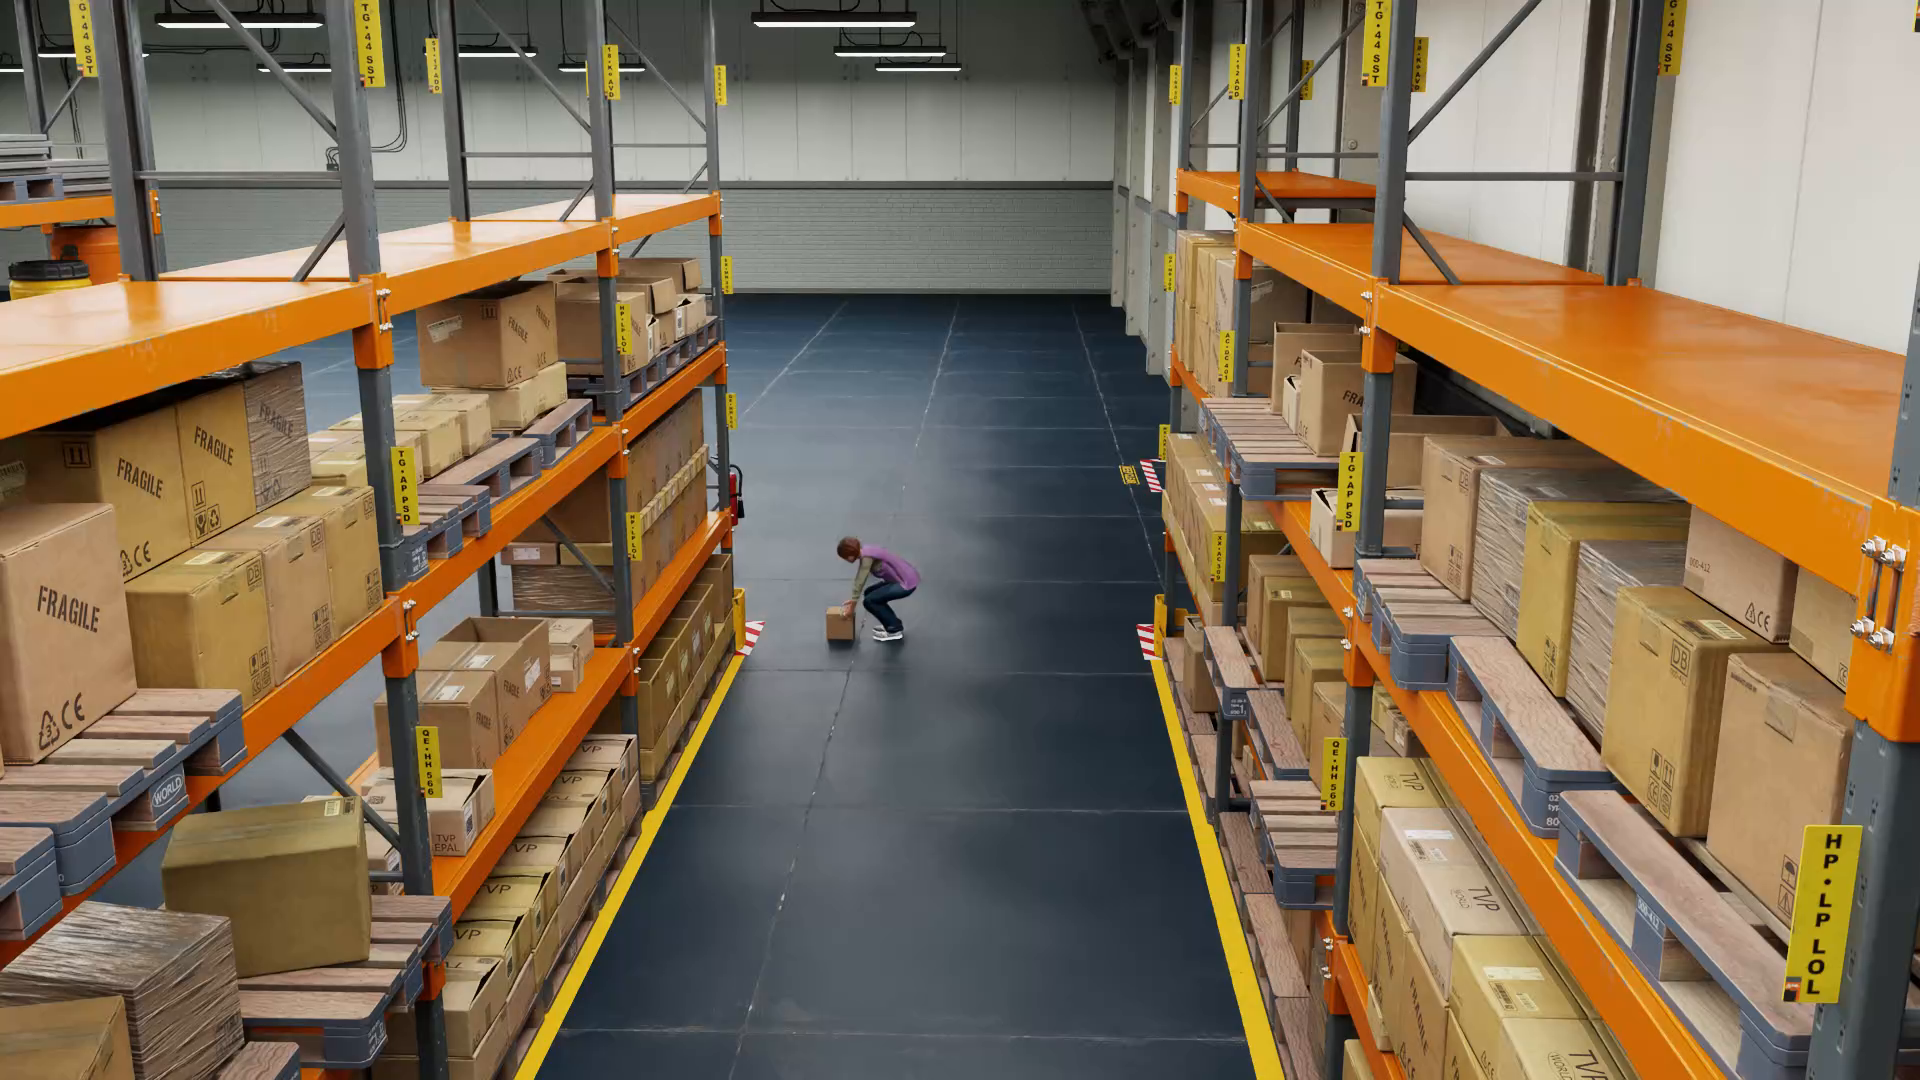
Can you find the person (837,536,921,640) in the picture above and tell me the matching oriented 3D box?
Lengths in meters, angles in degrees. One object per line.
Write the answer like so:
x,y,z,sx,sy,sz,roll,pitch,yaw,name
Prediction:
-0.753,0.450,15.551,0.777,0.958,0.450,0,14,1,person
